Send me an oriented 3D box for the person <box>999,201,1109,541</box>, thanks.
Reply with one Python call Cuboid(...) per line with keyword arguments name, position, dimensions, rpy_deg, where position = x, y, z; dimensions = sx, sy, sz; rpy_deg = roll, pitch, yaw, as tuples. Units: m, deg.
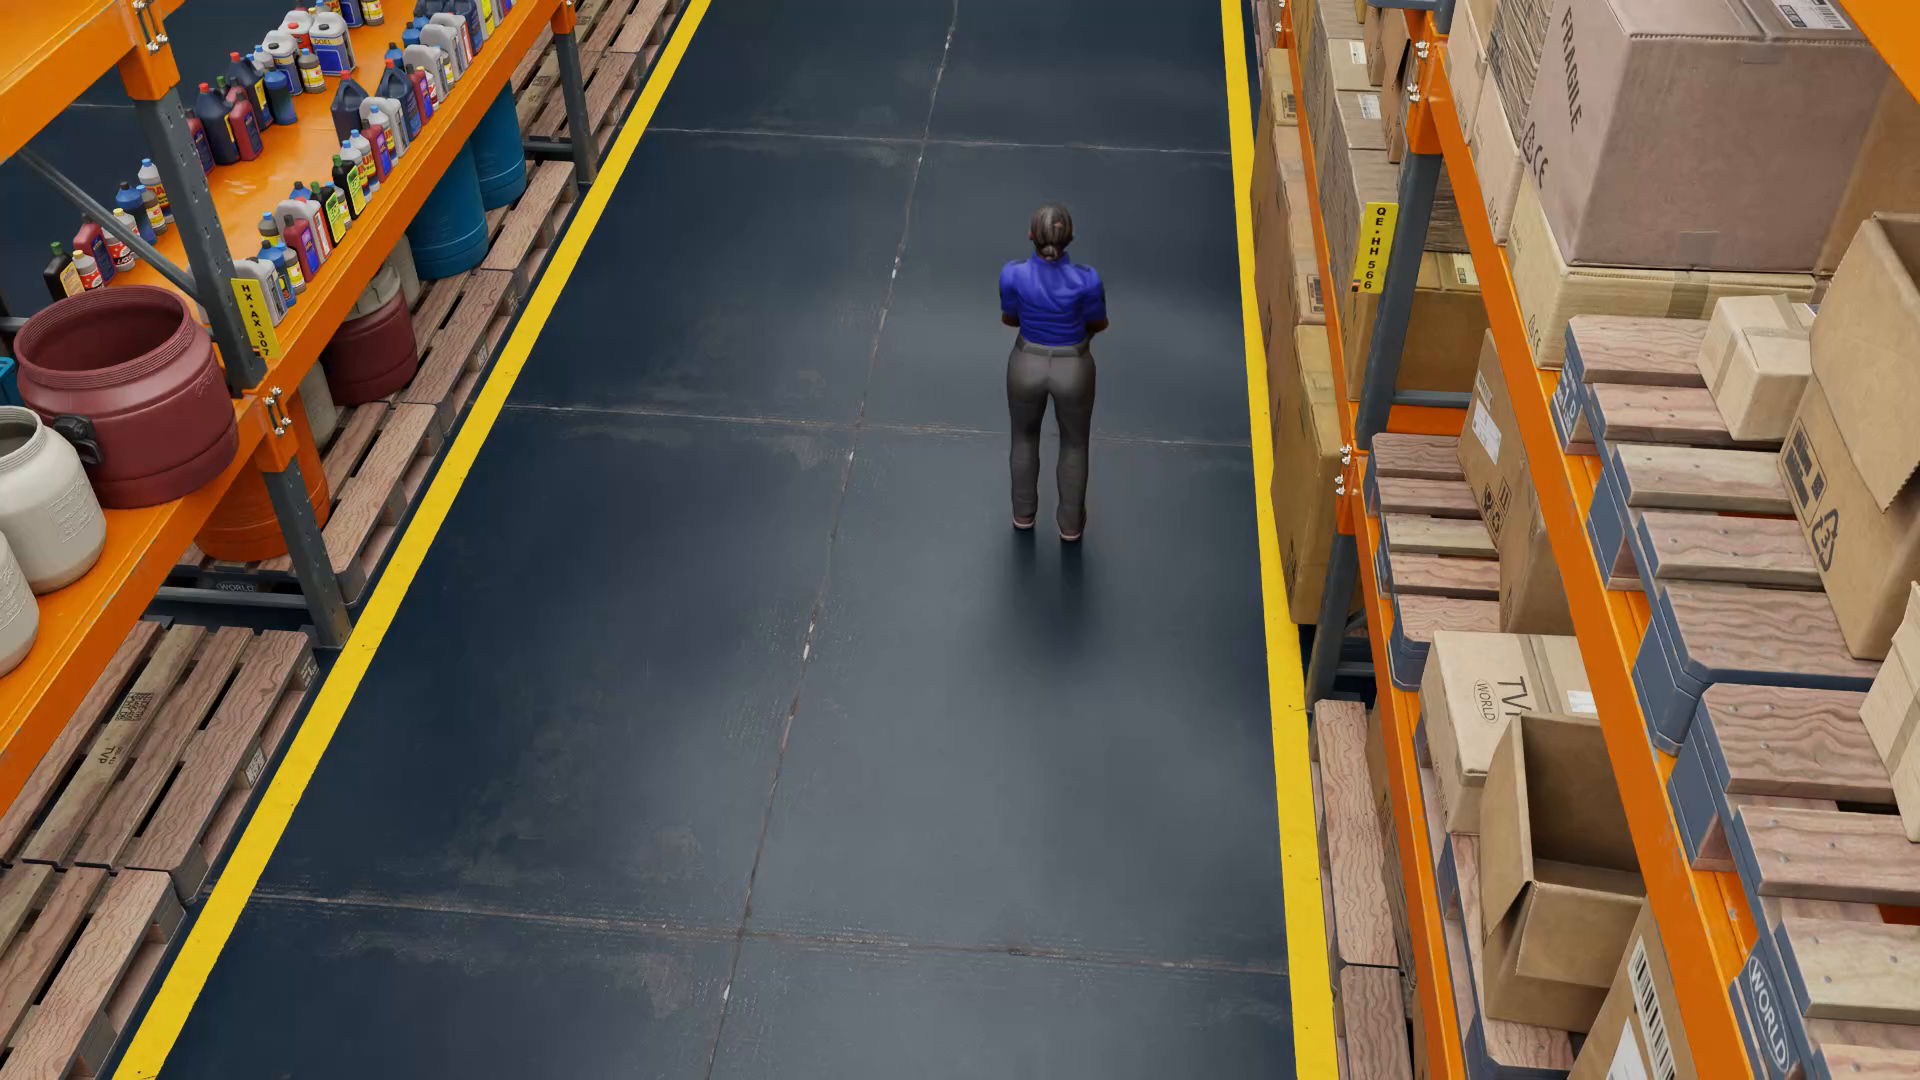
Cuboid(name="person", position=(0.395, -0.748, 7.050), dimensions=(0.451, 1.651, 0.510), rpy_deg=(6, 41, 7))
